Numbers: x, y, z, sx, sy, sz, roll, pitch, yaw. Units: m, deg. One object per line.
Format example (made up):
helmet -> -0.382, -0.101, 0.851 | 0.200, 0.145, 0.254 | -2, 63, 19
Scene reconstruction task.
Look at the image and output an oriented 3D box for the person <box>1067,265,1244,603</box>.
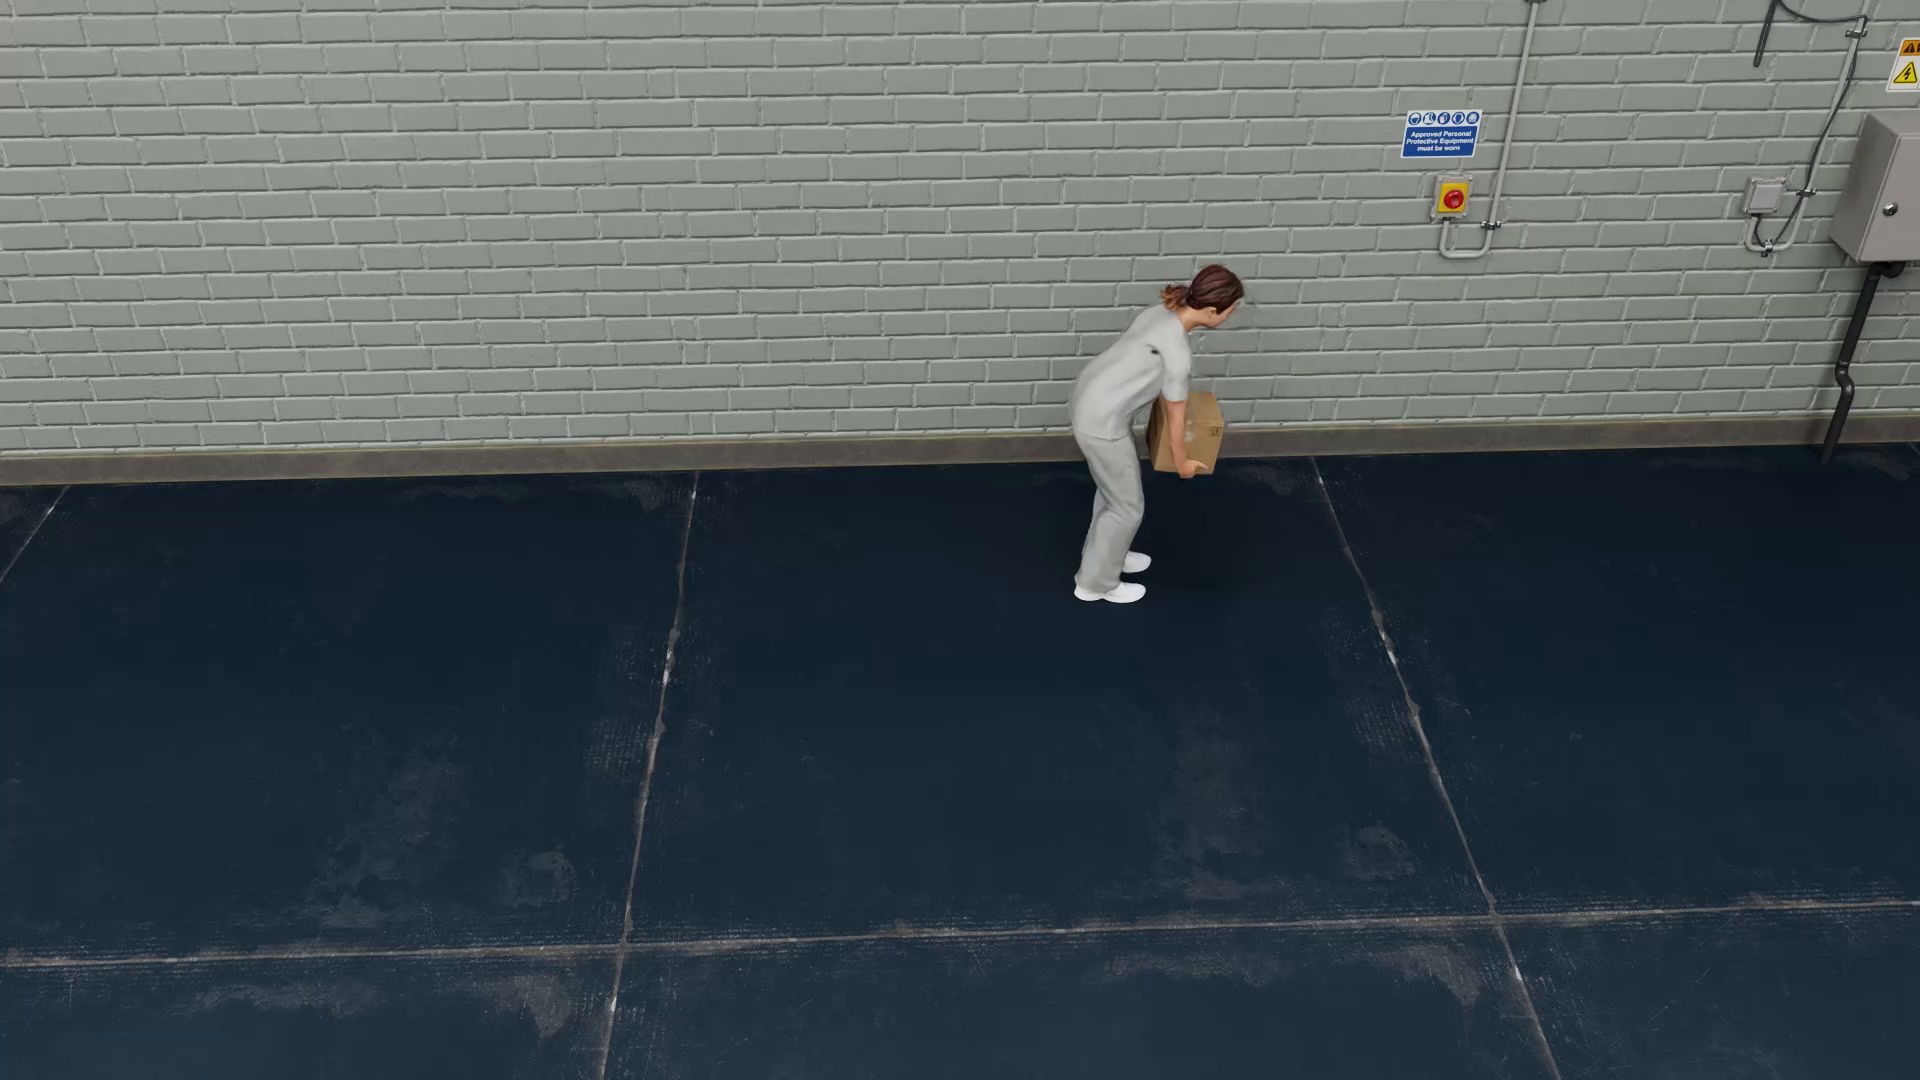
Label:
person -> 0.781, -0.439, 6.914 | 0.672, 1.509, 0.406 | -2, 35, -3
